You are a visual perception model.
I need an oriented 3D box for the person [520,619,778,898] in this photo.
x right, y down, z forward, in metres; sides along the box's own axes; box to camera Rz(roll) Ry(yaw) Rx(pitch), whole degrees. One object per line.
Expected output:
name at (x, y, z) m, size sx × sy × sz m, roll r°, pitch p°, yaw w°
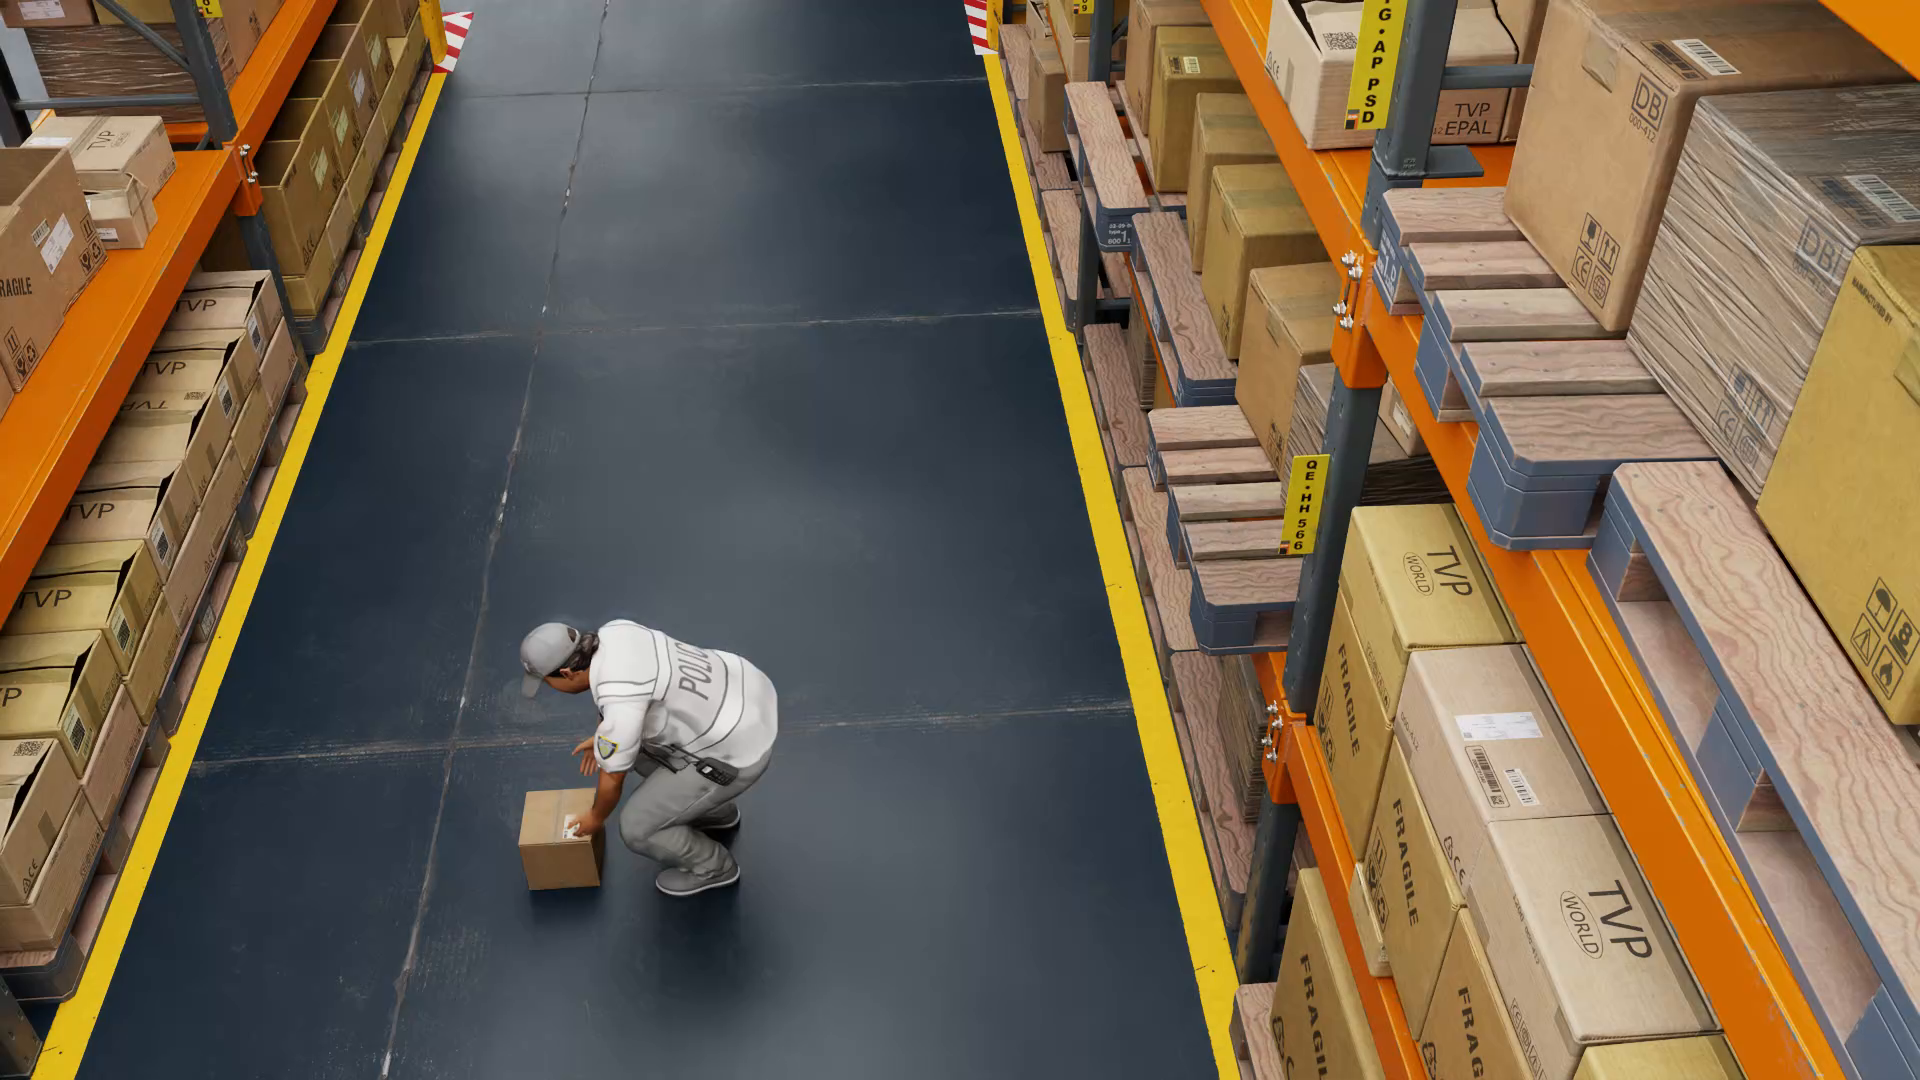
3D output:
person at (-1.022, 0.713, 5.673) m, size 0.815 × 1.178 × 0.541 m, roll -3°, pitch 39°, yaw -4°
